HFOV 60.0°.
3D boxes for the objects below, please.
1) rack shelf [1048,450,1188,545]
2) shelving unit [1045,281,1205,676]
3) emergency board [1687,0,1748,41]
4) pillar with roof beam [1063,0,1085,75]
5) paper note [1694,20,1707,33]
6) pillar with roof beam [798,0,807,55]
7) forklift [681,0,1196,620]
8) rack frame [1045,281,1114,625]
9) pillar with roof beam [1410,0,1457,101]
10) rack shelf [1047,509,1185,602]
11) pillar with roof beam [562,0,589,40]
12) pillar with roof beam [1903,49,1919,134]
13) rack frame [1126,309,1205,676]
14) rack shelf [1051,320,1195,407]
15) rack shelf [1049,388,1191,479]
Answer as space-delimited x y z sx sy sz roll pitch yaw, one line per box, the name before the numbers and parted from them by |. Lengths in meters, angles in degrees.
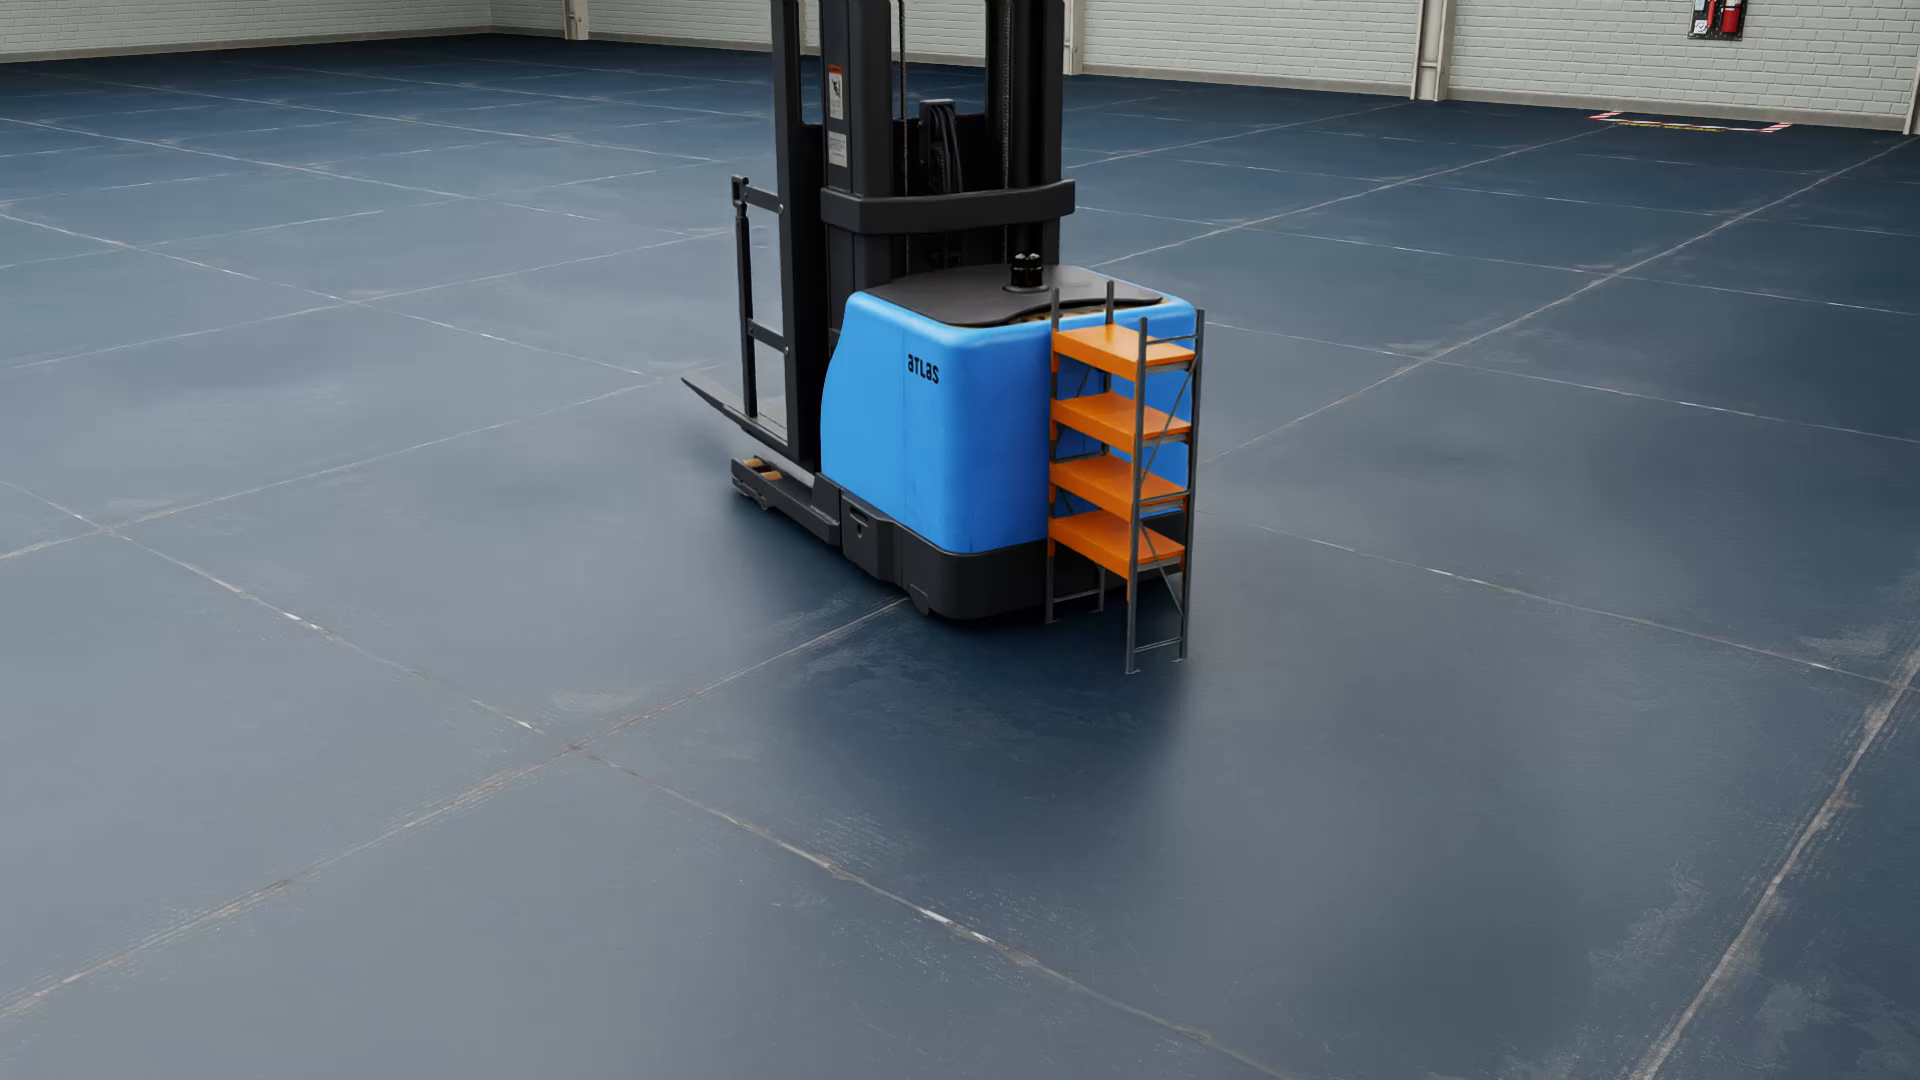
rack shelf | 0.532 -0.148 5.550 0.258 0.148 0.480 -12 24 -28
shelving unit | 0.532 -0.211 5.526 0.258 1.200 0.503 -12 24 -28
emergency board | 9.087 -6.582 19.872 0.643 1.169 0.194 16 26 36
pillar with roof beam | -1.042 -10.328 21.302 0.400 9.000 9.100 16 26 36
paper note | 8.993 -6.228 20.182 0.142 0.148 0.016 16 26 36
pillar with roof beam | -5.690 -11.667 24.852 0.400 9.000 9.100 16 26 36
forklift | -0.325 -1.569 6.675 1.130 2.935 3.031 -12 24 -28
rack frame | 0.409 -0.285 5.724 0.240 1.200 0.015 -12 24 -28
pillar with roof beam | 3.607 -8.989 17.753 0.400 9.000 9.100 16 26 36
rack shelf | 0.532 0.038 5.620 0.258 0.148 0.480 -12 24 -28
pillar with roof beam | -10.338 -13.005 28.402 0.400 9.000 9.100 16 26 36
pillar with roof beam | 8.255 -7.651 14.203 0.400 9.000 9.100 16 26 36
rack frame | 0.654 -0.136 5.329 0.240 1.200 0.015 -12 24 -28
rack shelf | 0.532 -0.578 5.388 0.258 0.148 0.480 -12 24 -28
rack shelf | 0.532 -0.357 5.471 0.258 0.148 0.480 -12 24 -28
